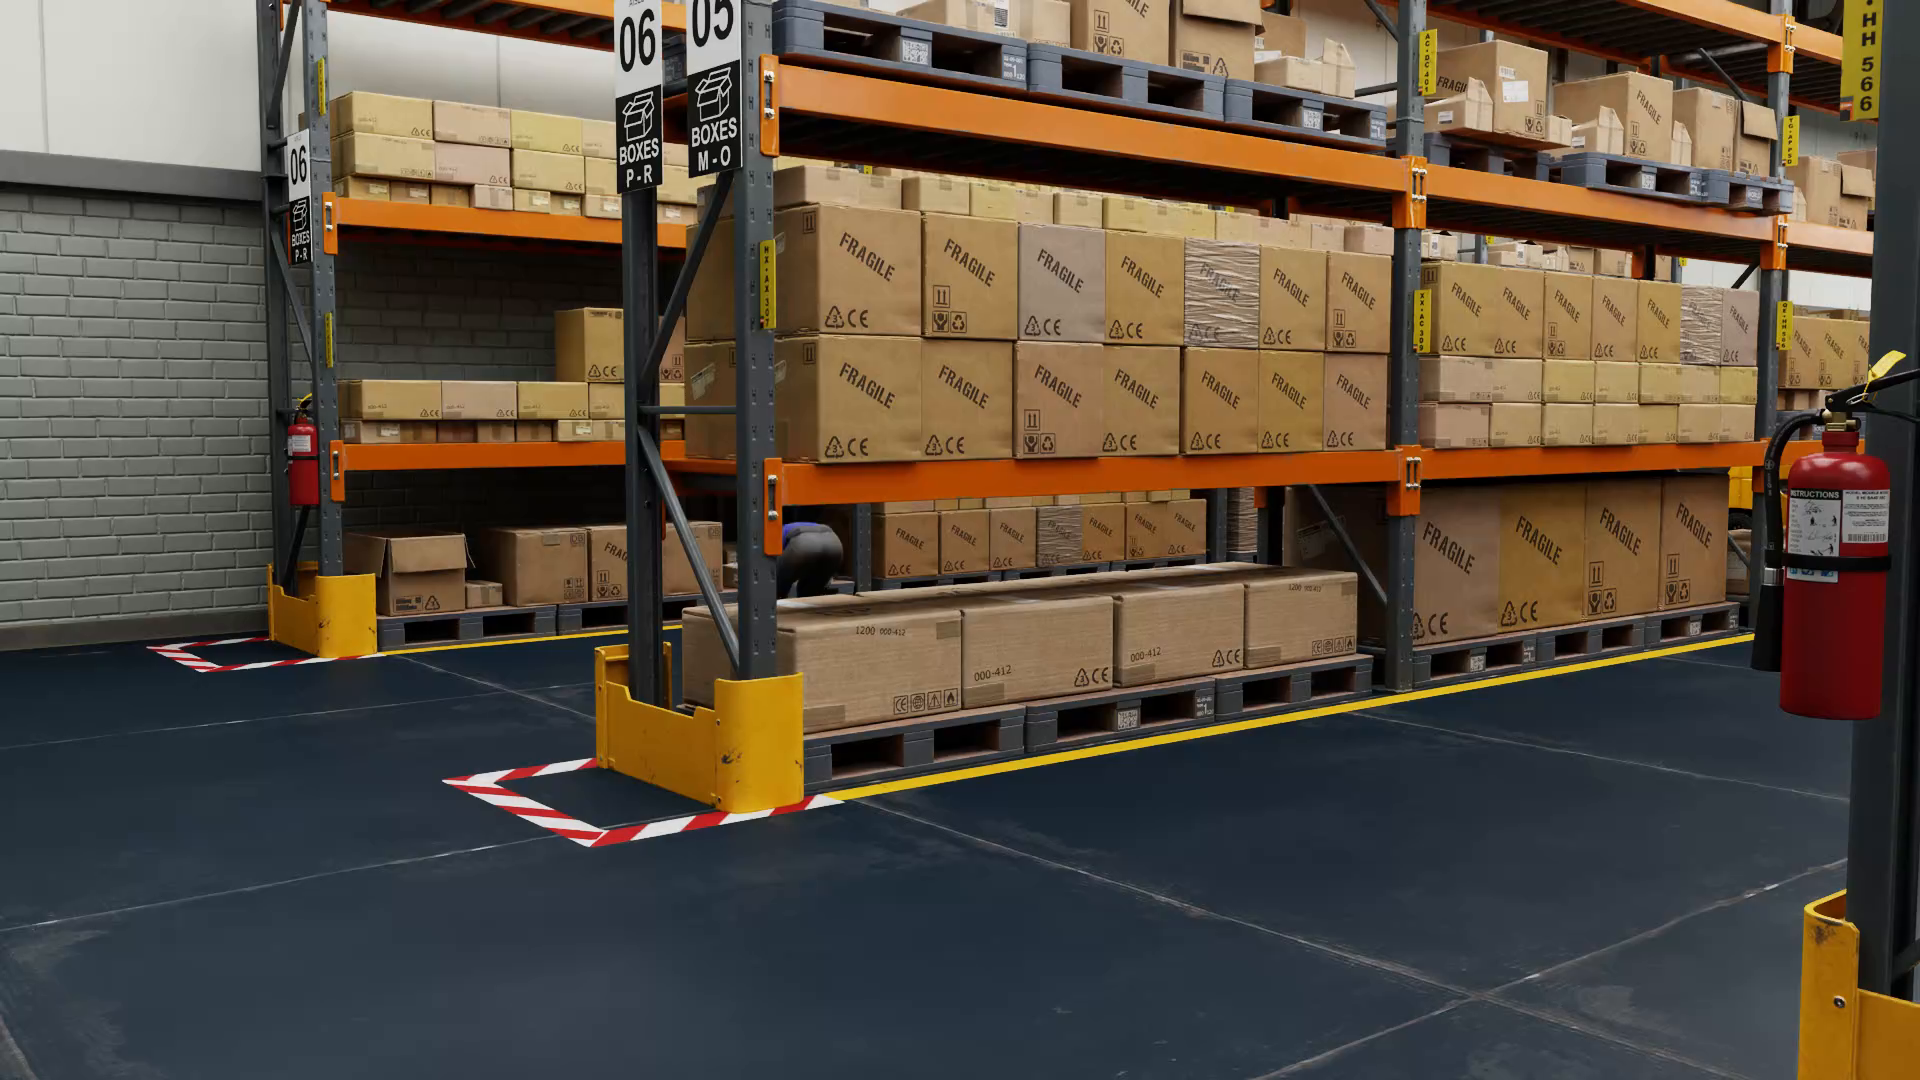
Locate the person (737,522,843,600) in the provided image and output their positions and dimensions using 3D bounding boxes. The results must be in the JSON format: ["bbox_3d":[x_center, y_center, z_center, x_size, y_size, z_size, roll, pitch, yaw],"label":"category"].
[{"bbox_3d":[-1.067,0.306,10.076,0.453,0.851,0.866,-4,6,-41],"label":"person"}]
